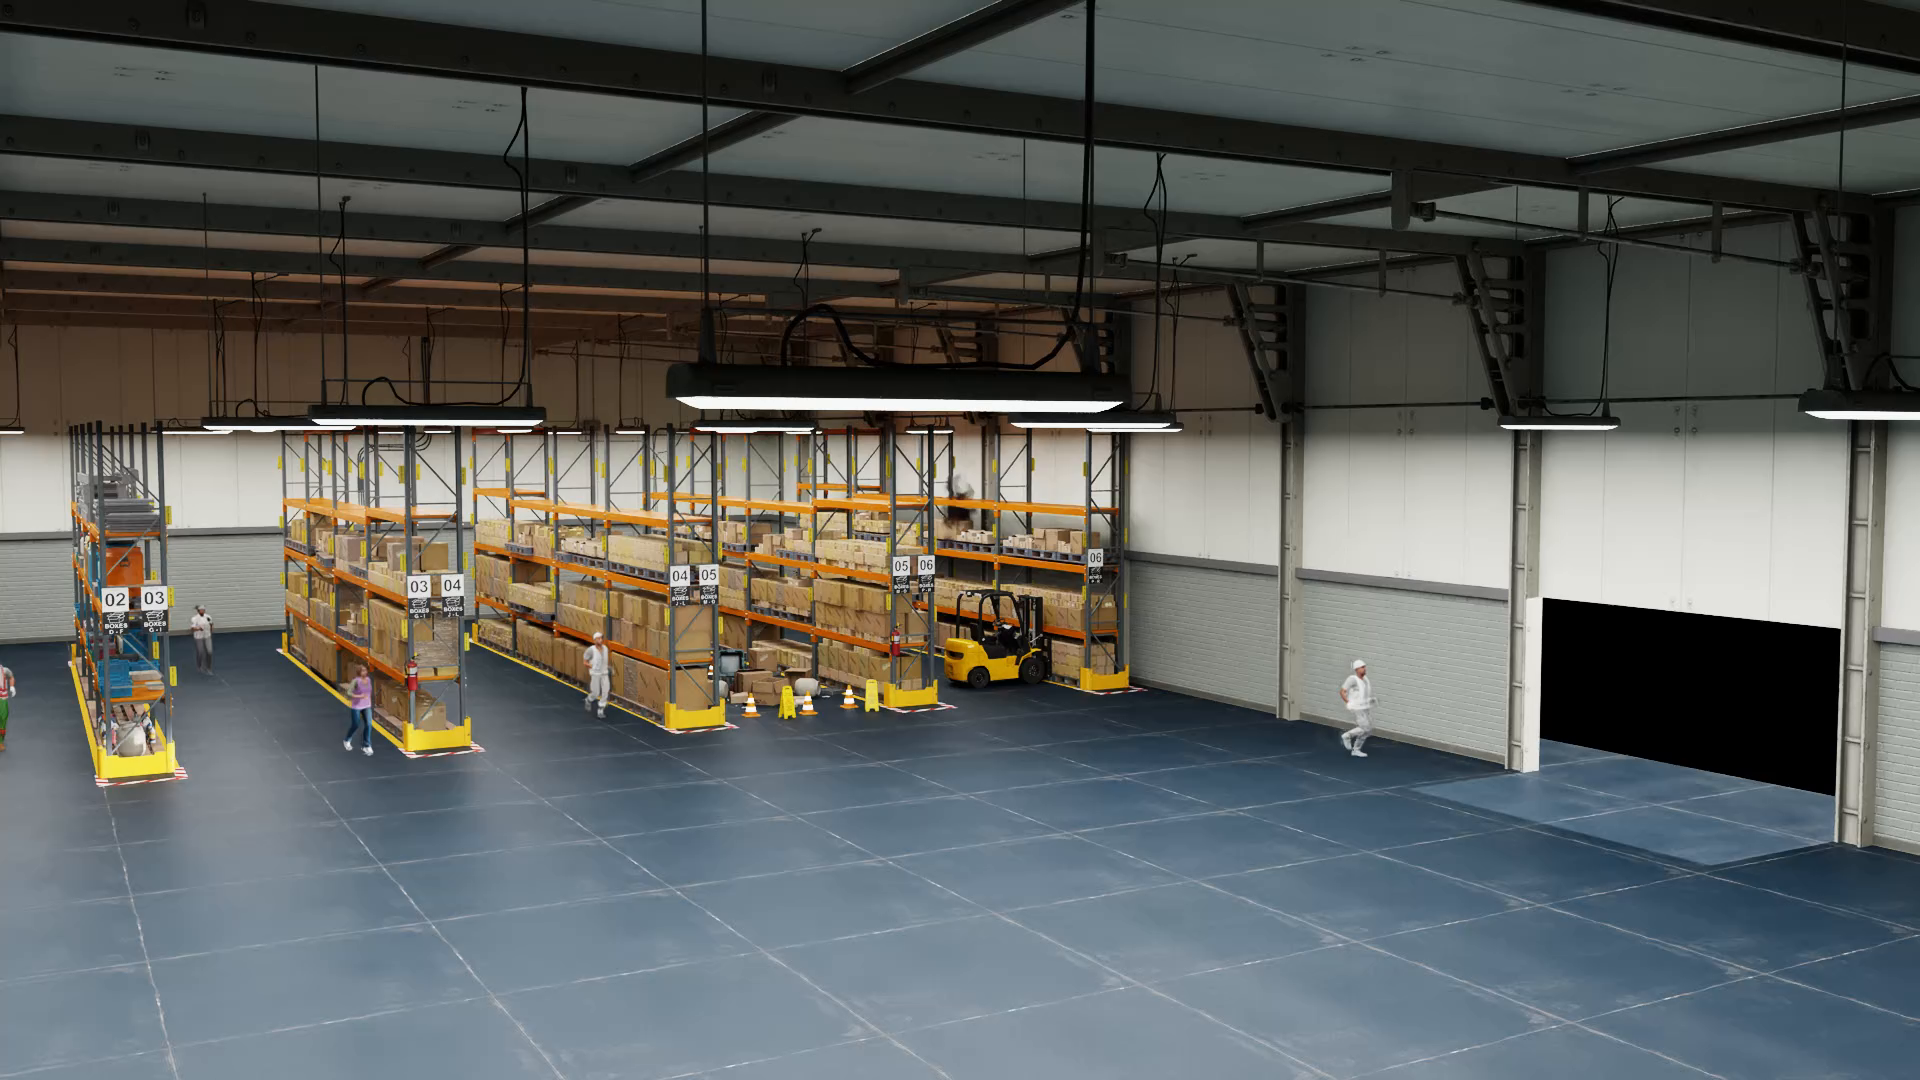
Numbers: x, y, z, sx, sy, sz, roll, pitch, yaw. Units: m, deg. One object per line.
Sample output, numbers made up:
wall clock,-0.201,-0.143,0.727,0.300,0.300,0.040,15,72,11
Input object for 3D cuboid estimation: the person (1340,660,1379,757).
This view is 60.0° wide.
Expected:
person,7.169,3.017,29.781,0.687,1.734,0.596,-3,5,-45

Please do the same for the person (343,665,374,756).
person,-10.867,3.062,30.099,0.779,1.624,0.545,3,5,39

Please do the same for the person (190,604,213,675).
person,-18.305,2.406,40.196,0.554,1.751,0.746,-3,4,-37

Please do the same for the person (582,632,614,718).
person,-7.399,2.751,33.930,0.643,1.750,0.720,-3,5,-41

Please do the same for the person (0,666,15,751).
person,-17.734,2.955,30.591,0.671,1.774,0.957,-3,4,-37
